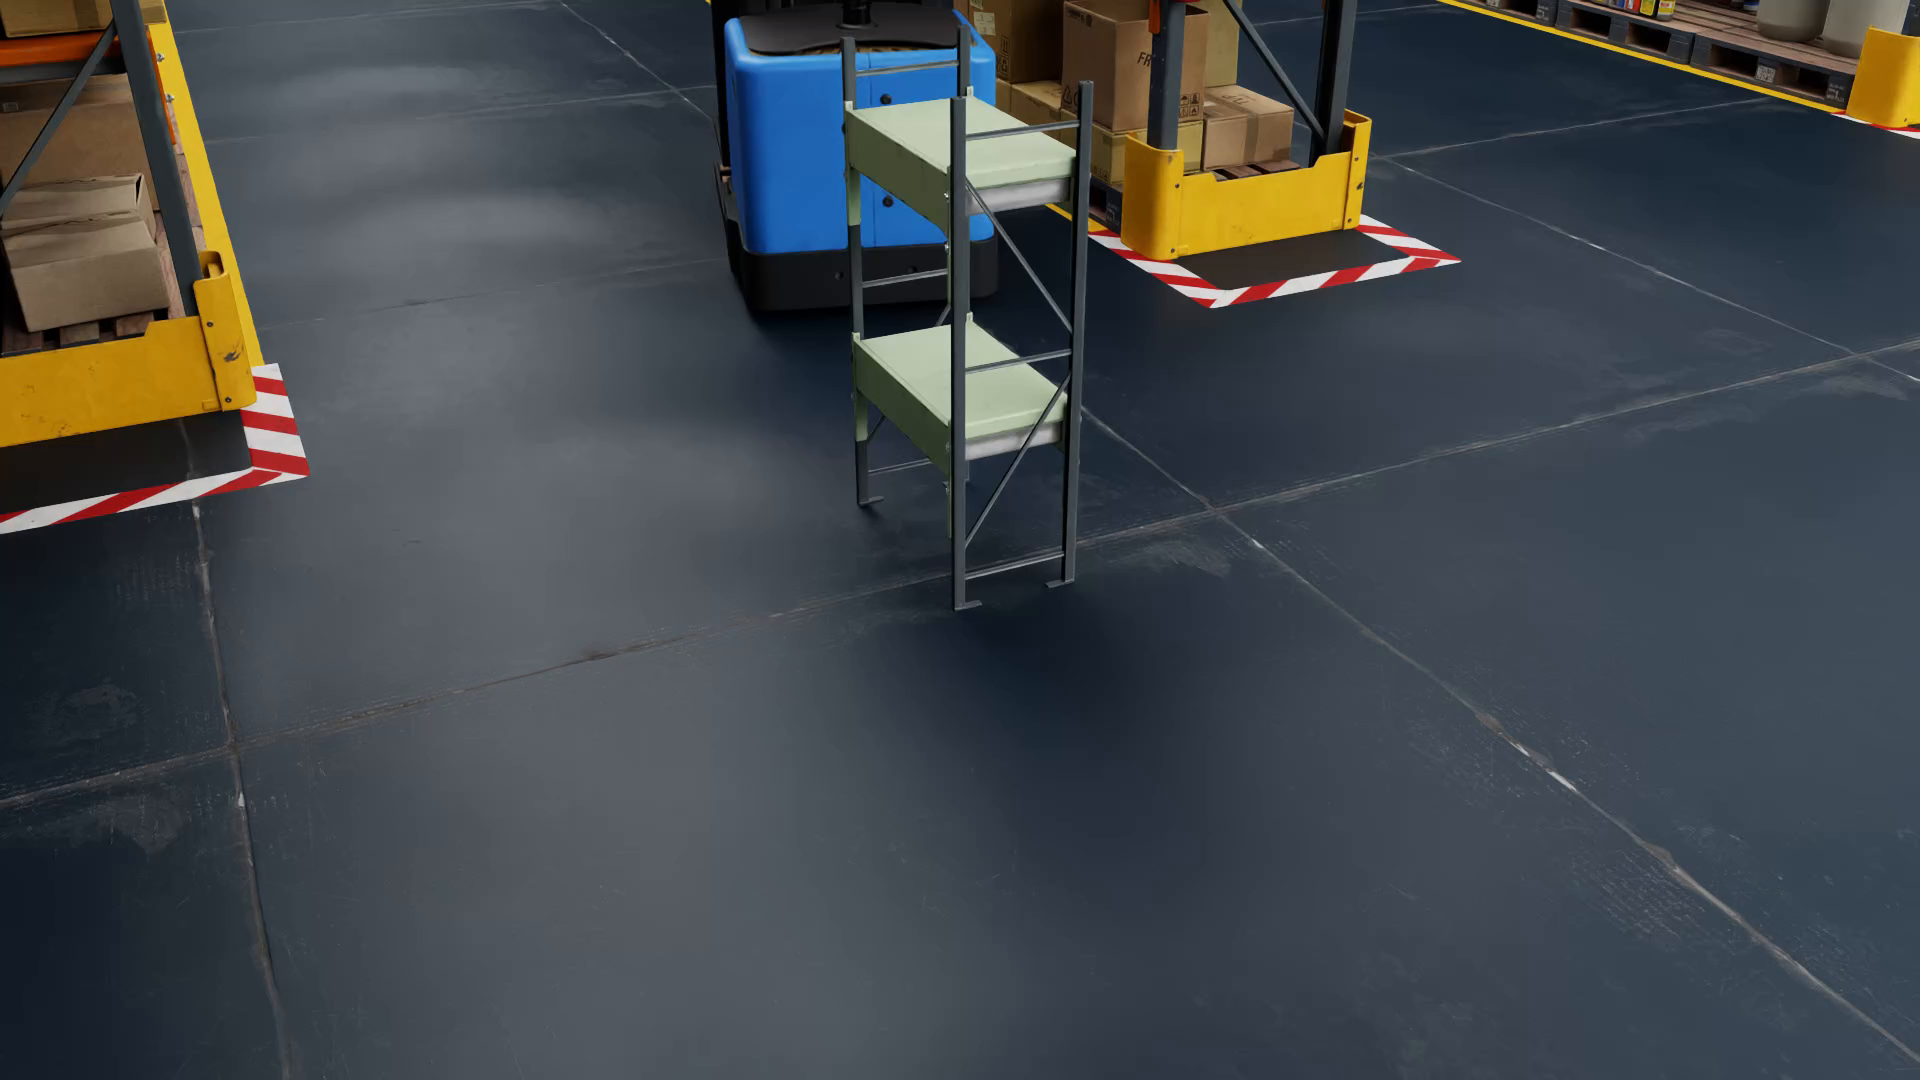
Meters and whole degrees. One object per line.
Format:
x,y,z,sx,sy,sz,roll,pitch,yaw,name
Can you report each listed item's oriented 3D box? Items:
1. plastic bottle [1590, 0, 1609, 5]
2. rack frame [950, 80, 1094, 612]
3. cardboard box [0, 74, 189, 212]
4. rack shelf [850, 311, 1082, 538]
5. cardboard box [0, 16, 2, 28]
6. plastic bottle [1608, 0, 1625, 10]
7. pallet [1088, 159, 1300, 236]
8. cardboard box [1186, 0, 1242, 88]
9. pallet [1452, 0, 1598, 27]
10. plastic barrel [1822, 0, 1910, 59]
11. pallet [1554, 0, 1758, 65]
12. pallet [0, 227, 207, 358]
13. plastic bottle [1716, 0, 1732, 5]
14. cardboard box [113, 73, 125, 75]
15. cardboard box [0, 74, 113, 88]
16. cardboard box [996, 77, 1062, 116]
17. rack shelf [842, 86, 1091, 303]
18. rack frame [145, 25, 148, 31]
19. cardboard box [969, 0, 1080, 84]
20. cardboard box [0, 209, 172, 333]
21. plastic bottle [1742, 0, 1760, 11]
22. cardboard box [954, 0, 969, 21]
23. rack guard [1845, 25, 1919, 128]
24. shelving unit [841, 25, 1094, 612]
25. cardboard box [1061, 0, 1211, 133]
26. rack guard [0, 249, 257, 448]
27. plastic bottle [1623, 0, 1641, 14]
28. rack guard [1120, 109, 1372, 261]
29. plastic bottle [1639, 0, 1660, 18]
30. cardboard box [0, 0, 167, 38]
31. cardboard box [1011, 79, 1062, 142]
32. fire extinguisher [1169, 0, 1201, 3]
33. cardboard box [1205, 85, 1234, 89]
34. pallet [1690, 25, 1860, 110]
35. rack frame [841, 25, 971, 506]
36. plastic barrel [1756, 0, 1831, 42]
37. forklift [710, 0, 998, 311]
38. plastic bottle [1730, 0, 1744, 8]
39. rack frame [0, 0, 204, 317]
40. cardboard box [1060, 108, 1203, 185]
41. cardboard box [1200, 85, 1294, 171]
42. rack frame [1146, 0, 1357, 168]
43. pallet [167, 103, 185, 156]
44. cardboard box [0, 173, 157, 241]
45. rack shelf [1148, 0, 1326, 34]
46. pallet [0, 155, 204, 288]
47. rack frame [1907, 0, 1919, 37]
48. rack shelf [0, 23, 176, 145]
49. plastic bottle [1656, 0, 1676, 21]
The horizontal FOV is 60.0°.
4.388,-3.811,11.239,0.144,0.351,0.185,-12,31,-20,plastic bottle
0.160,-0.490,4.590,0.400,1.500,0.023,-13,32,-22,rack frame
-3.888,-1.737,7.387,0.700,0.500,0.500,-15,33,-25,cardboard box
0.003,-0.367,5.037,0.431,0.370,0.720,-13,32,-22,rack shelf
-3.533,-1.834,5.587,0.500,0.250,0.500,-13,32,-21,cardboard box
4.463,-3.707,11.128,0.152,0.276,0.135,-14,32,-23,plastic bottle
0.949,-1.879,8.386,1.003,0.211,1.213,-13,32,-22,pallet
1.069,-2.582,8.402,0.500,0.500,0.500,-13,32,-22,cardboard box
4.324,-4.050,12.257,1.003,0.211,1.213,-13,32,-22,pallet
5.438,-3.178,9.964,0.421,0.512,0.421,0,29,0,plastic barrel
4.851,-3.511,11.295,1.003,0.211,1.213,-13,32,-22,pallet
-3.507,-0.908,6.654,1.003,0.211,1.213,-13,32,-22,pallet
5.212,-3.782,11.256,0.061,0.283,0.133,-13,32,-21,plastic bottle
-5.206,-2.915,9.488,0.700,0.500,0.500,-12,31,-20,cardboard box
-4.393,-2.143,8.111,0.500,0.500,0.500,-16,33,-26,cardboard box
0.376,-2.364,8.781,0.500,0.250,0.500,-13,32,-22,cardboard box
0.003,-0.992,4.687,0.431,0.370,0.720,-13,32,-22,rack shelf
-4.875,-3.492,8.410,1.000,3.000,0.127,-13,32,-22,rack frame
0.373,-2.691,8.597,0.500,0.500,0.500,-13,32,-22,cardboard box
-3.373,-1.069,6.388,0.500,0.311,0.500,-17,33,-28,cardboard box
5.293,-3.673,11.074,0.097,0.271,0.097,0,29,0,plastic bottle
0.160,-2.912,8.991,0.500,0.500,0.500,-13,32,-22,cardboard box
5.715,-2.738,9.622,1.175,0.500,0.348,-13,32,-22,rack guard
0.003,-0.651,4.878,0.431,1.500,0.755,-13,32,-22,shelving unit
0.816,-2.252,7.814,0.500,0.500,0.500,-13,32,-22,cardboard box
-3.190,-0.668,5.930,1.175,0.500,0.348,-13,32,-22,rack guard
4.522,-3.645,11.019,0.152,0.276,0.135,-13,32,-22,plastic bottle
1.325,-1.666,7.710,1.175,0.500,0.348,-13,32,-22,rack guard
4.539,-3.579,10.893,0.061,0.283,0.133,-12,32,-21,plastic bottle
-3.080,-1.950,5.794,0.500,0.250,0.500,-14,32,-23,cardboard box
0.592,-2.144,8.388,0.500,0.250,0.500,-13,32,-22,cardboard box
0.946,-2.583,6.869,0.296,0.674,0.183,-13,32,-22,fire extinguisher
1.067,-2.254,8.585,0.500,0.250,0.500,-13,32,-22,cardboard box
5.371,-2.972,10.335,1.003,0.211,1.213,-13,32,-22,pallet
-0.154,-0.813,5.166,0.400,1.500,0.023,-13,32,-22,rack frame
5.223,-3.399,10.359,0.421,0.512,0.421,0,29,0,plastic barrel
-0.615,-2.913,7.447,1.130,2.935,3.031,-5,30,-9,forklift
5.249,-3.688,11.172,0.097,0.201,0.097,0,29,0,plastic bottle
-3.158,-1.725,5.259,1.000,3.000,0.127,-13,32,-22,rack frame
0.818,-1.925,7.999,0.500,0.250,0.500,-13,32,-22,cardboard box
1.285,-2.034,8.193,0.500,0.250,0.500,-13,32,-22,cardboard box
1.315,-2.767,7.117,1.000,3.000,0.127,-13,32,-22,rack frame
-4.555,-1.986,8.576,1.003,0.211,1.213,-13,32,-22,pallet
-3.618,-1.320,6.837,0.500,0.311,0.500,-10,31,-18,cardboard box
0.456,-3.336,8.869,1.077,0.370,4.000,-13,32,-22,rack shelf
-4.027,-1.447,7.614,1.003,0.211,1.213,-13,32,-22,pallet
5.790,-3.805,8.969,1.000,3.000,0.127,-13,32,-22,rack frame
-4.016,-2.295,7.011,1.077,0.370,4.000,-13,32,-22,rack shelf
4.606,-3.496,10.828,0.097,0.201,0.097,0,29,0,plastic bottle
